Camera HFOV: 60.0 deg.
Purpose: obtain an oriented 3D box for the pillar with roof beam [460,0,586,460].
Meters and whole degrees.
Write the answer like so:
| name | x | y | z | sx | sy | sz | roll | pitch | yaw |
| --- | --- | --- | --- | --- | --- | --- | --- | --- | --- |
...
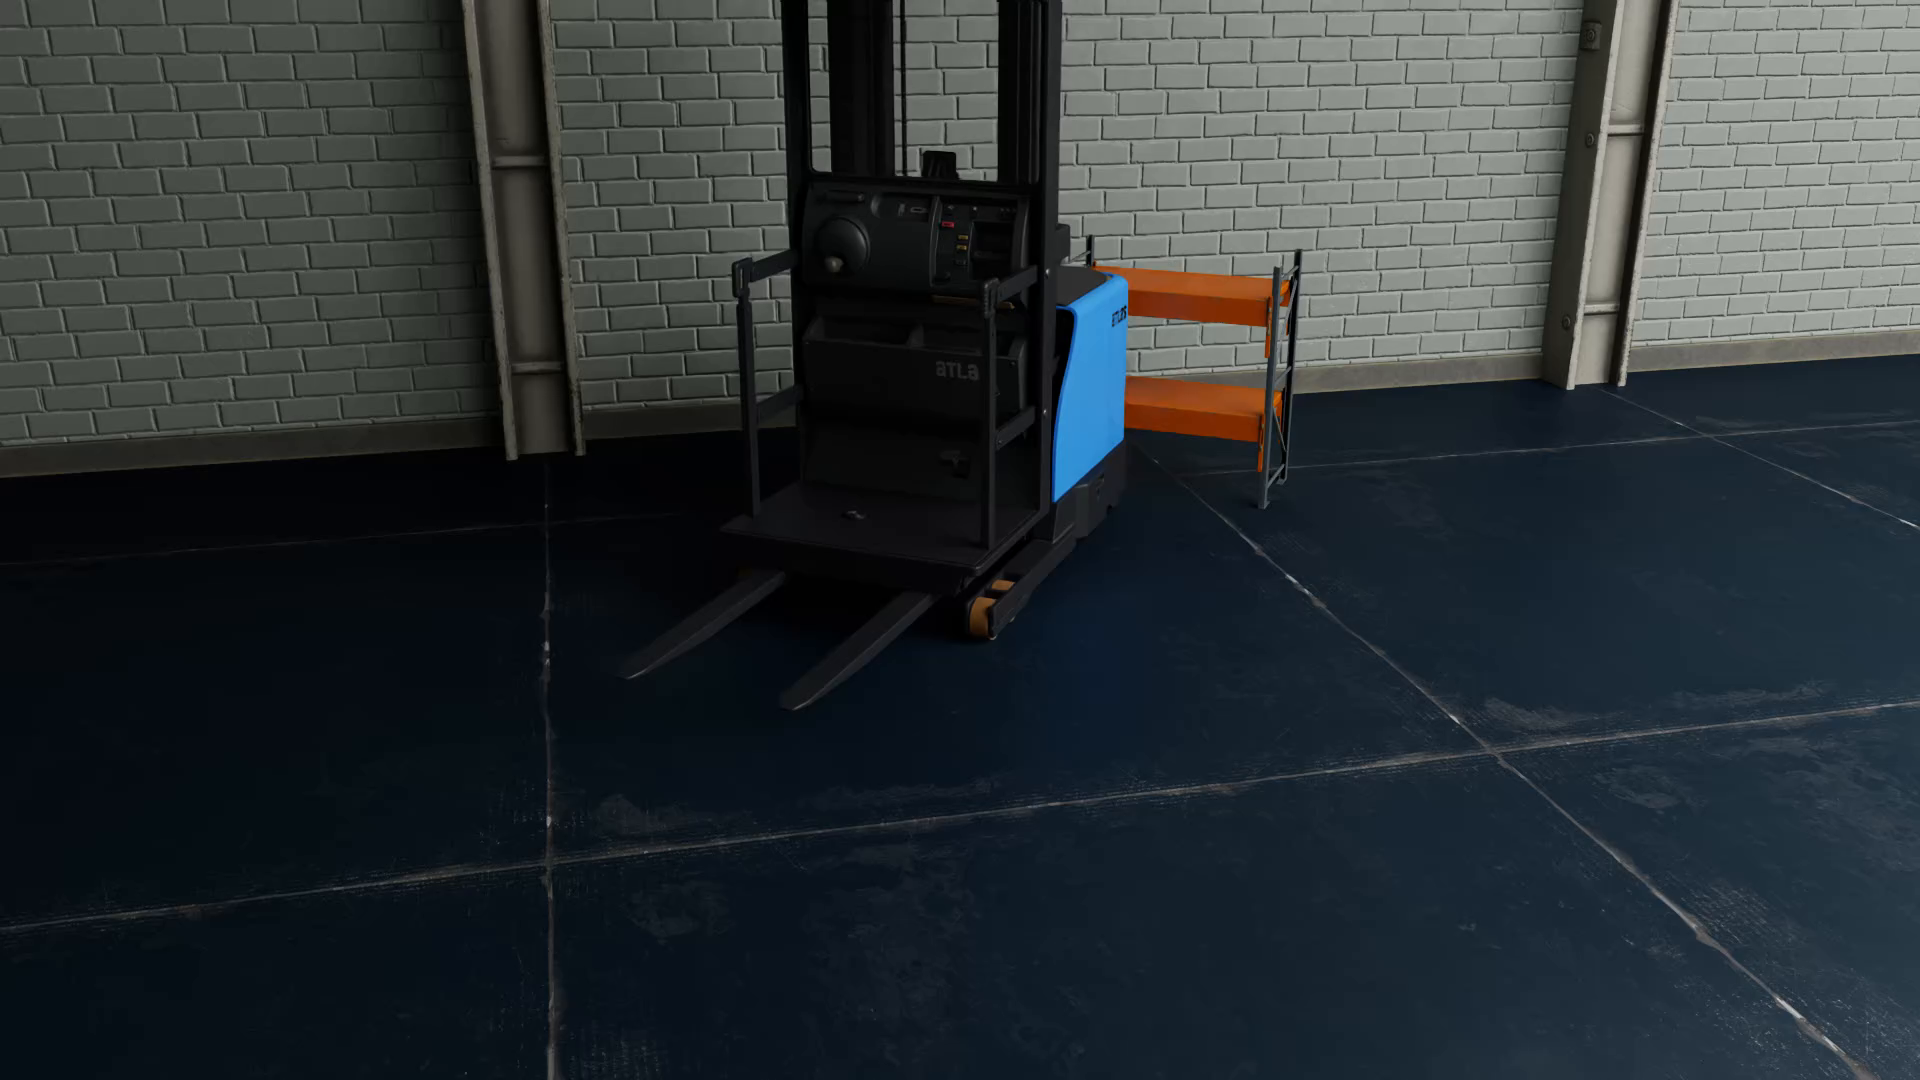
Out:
| name | x | y | z | sx | sy | sz | roll | pitch | yaw |
| --- | --- | --- | --- | --- | --- | --- | --- | --- | --- |
| pillar with roof beam | -1.151 | -3.255 | 3.118 | 0.400 | 9.000 | 9.100 | -5 | 21 | -12 |

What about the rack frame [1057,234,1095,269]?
| name | x | y | z | sx | sy | sz | roll | pitch | yaw |
| --- | --- | --- | --- | --- | --- | --- | --- | --- | --- |
| rack frame | 0.549 | -0.883 | 8.091 | 0.032 | 1.125 | 0.500 | 8 | 22 | 21 |

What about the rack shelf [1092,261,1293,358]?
| name | x | y | z | sx | sy | sz | roll | pitch | yaw |
| --- | --- | --- | --- | --- | --- | --- | --- | --- | --- |
| rack shelf | 1.019 | -1.092 | 7.809 | 1.000 | 0.278 | 0.538 | 8 | 22 | 21 |

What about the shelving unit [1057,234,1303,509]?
| name | x | y | z | sx | sy | sz | roll | pitch | yaw |
| --- | --- | --- | --- | --- | --- | --- | --- | --- | --- |
| shelving unit | 1.019 | -0.817 | 7.910 | 1.048 | 1.125 | 0.538 | 8 | 22 | 21 |

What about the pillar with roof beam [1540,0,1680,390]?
| name | x | y | z | sx | sy | sz | roll | pitch | yaw |
| --- | --- | --- | --- | --- | --- | --- | --- | --- | --- |
| pillar with roof beam | 4.688 | -3.730 | 4.415 | 0.400 | 9.000 | 9.100 | -5 | 21 | -12 |

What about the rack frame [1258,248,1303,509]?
| name | x | y | z | sx | sy | sz | roll | pitch | yaw |
| --- | --- | --- | --- | --- | --- | --- | --- | --- | --- |
| rack frame | 1.490 | -0.751 | 7.729 | 0.032 | 1.125 | 0.500 | 8 | 22 | 21 |

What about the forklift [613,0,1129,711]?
| name | x | y | z | sx | sy | sz | roll | pitch | yaw |
| --- | --- | --- | --- | --- | --- | --- | --- | --- | --- |
| forklift | -0.256 | -1.160 | 6.220 | 1.130 | 2.935 | 3.031 | 8 | 22 | 21 |

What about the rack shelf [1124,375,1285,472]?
| name | x | y | z | sx | sy | sz | roll | pitch | yaw |
| --- | --- | --- | --- | --- | --- | --- | --- | --- | --- |
| rack shelf | 1.019 | -0.588 | 7.994 | 1.000 | 0.278 | 0.538 | 8 | 22 | 21 |
